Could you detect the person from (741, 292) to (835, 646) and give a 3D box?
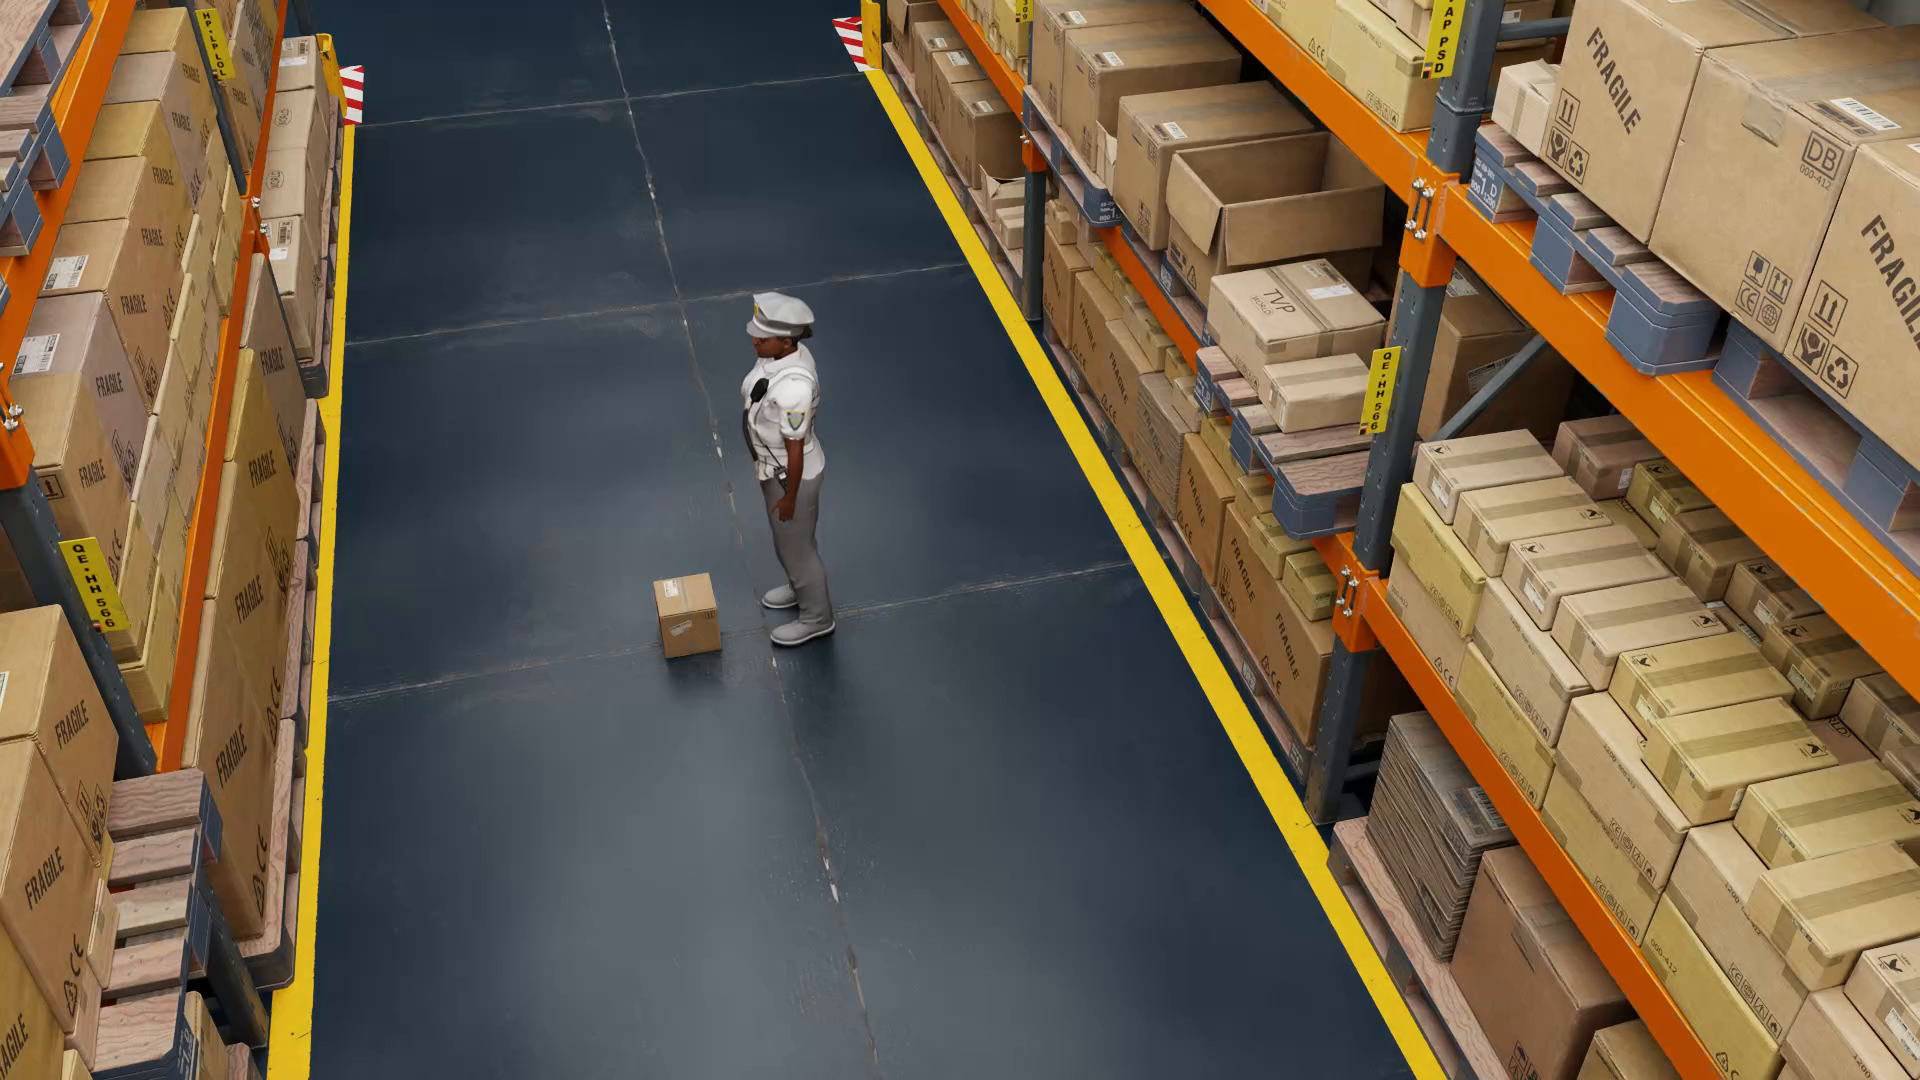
[{"bbox_3d":[-0.743,-0.294,7.071,0.338,1.683,0.435,-8,39,-10],"label":"person"}]
